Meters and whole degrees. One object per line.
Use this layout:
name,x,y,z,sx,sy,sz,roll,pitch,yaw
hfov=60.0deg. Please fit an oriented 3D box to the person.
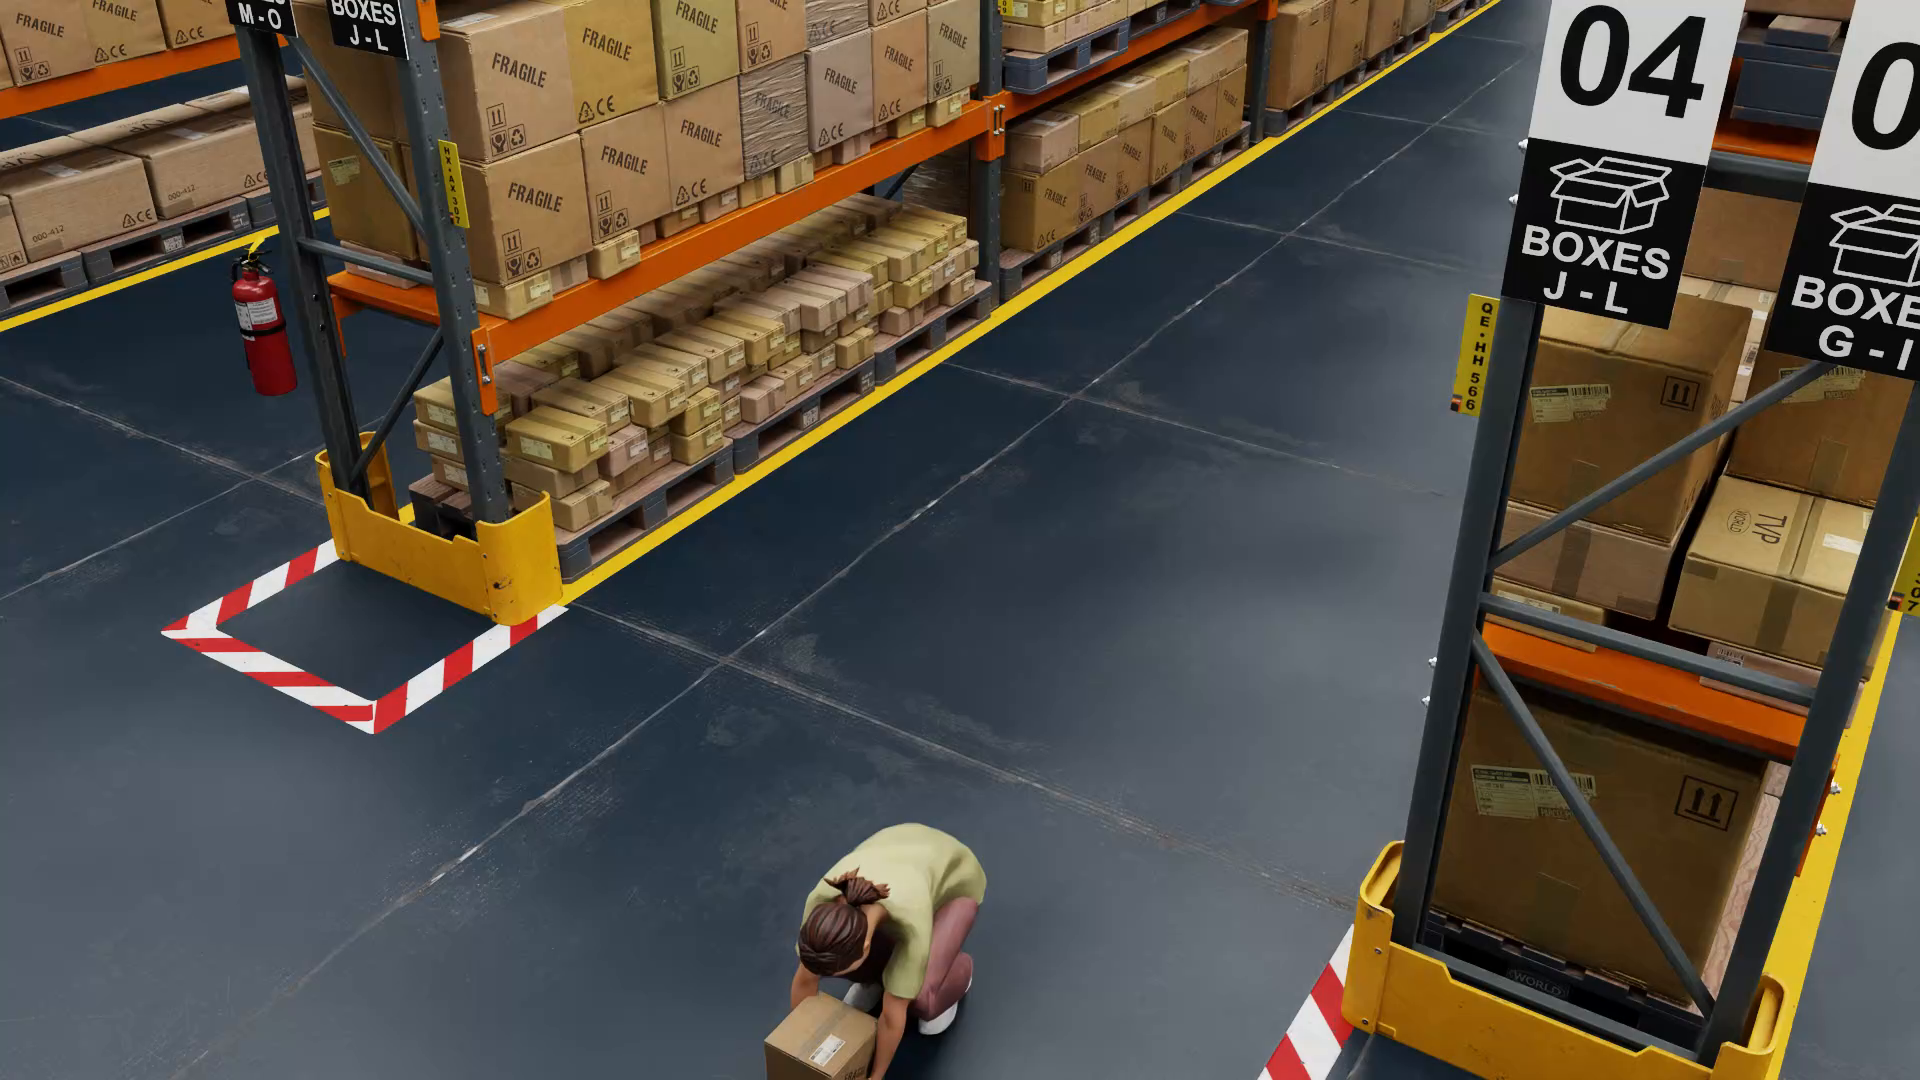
person,-0.223,1.213,5.031,0.468,0.803,0.825,18,35,27
